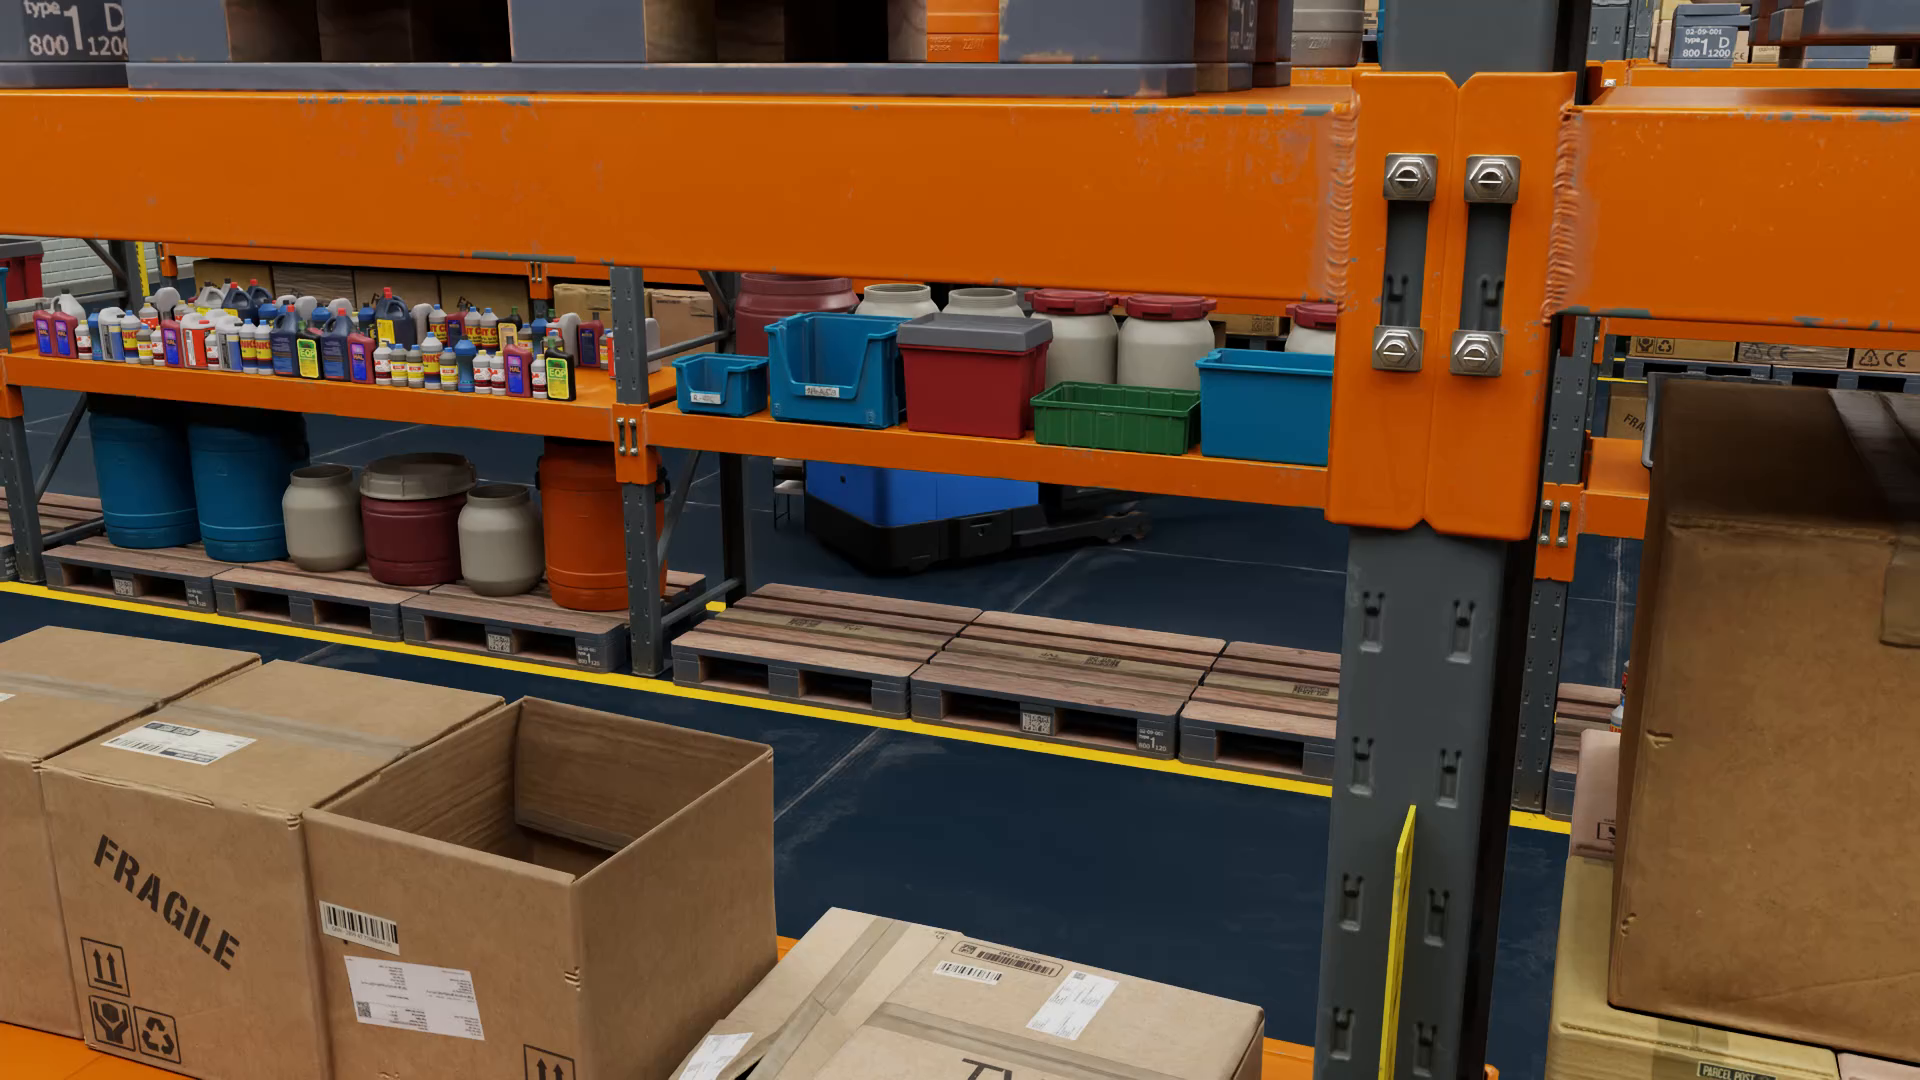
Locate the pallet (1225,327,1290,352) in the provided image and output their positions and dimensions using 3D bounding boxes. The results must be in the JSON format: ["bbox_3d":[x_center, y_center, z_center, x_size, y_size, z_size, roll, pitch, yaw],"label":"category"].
[{"bbox_3d":[3.112,-2.037,16.811,1.213,0.211,1.003,6,17,21],"label":"pallet"}]

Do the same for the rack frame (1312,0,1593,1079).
[{"bbox_3d":[0.573,0.779,2.111,0.053,2.616,0.949,6,17,21],"label":"rack frame"}]

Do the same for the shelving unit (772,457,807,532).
[{"bbox_3d":[-1.026,-0.521,10.355,0.210,0.900,0.258,5,17,16],"label":"shelving unit"}]

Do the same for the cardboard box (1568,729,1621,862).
[{"bbox_3d":[0.906,0.391,2.105,0.250,0.149,0.380,6,17,21],"label":"cardboard box"}]

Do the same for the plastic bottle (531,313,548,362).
[{"bbox_3d":[-2.160,-1.032,8.580,0.097,0.271,0.097,0,16,0],"label":"plastic bottle"}]

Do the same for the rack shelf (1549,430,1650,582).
[{"bbox_3d":[4.256,0.044,5.933,4.000,0.370,1.077,6,17,21],"label":"rack shelf"}]

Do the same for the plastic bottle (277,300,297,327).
[{"bbox_3d":[-3.655,-1.169,9.052,0.097,0.271,0.097,0,16,0],"label":"plastic bottle"}]

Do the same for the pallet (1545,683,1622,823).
[{"bbox_3d":[3.005,0.912,6.652,1.213,0.211,1.003,6,17,21],"label":"pallet"}]

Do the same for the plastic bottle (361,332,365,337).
[{"bbox_3d":[-3.041,-0.963,8.321,0.133,0.283,0.061,6,17,21],"label":"plastic bottle"}]

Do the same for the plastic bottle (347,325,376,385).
[{"bbox_3d":[-2.921,-0.907,8.127,0.133,0.283,0.061,6,17,21],"label":"plastic bottle"}]

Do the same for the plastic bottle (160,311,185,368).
[{"bbox_3d":[-4.036,-1.030,8.549,0.133,0.283,0.061,6,17,21],"label":"plastic bottle"}]

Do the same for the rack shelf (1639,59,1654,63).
[{"bbox_3d":[7.987,-3.957,14.335,4.000,0.370,1.077,6,17,21],"label":"rack shelf"}]

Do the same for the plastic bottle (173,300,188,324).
[{"bbox_3d":[-4.443,-1.268,9.518,0.097,0.201,0.097,0,16,0],"label":"plastic bottle"}]

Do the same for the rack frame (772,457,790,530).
[{"bbox_3d":[-1.123,-0.530,10.384,0.006,0.900,0.240,5,17,16],"label":"rack frame"}]

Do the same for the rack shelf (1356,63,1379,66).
[{"bbox_3d":[2.352,-3.091,11.349,4.000,0.370,1.077,6,17,21],"label":"rack shelf"}]

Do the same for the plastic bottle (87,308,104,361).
[{"bbox_3d":[-4.533,-1.084,8.758,0.097,0.271,0.097,0,16,0],"label":"plastic bottle"}]

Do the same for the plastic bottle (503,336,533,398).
[{"bbox_3d":[-2.073,-0.814,7.806,0.133,0.283,0.061,6,17,21],"label":"plastic bottle"}]

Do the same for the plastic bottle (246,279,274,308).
[{"bbox_3d":[-3.899,-1.273,9.267,0.185,0.351,0.144,6,17,21],"label":"plastic bottle"}]

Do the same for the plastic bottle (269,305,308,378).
[{"bbox_3d":[-3.350,-0.999,8.323,0.185,0.351,0.144,6,17,21],"label":"plastic bottle"}]

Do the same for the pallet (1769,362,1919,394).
[{"bbox_3d":[7.944,-1.505,14.980,1.213,0.211,1.003,6,17,21],"label":"pallet"}]

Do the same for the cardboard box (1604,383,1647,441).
[{"bbox_3d":[4.570,-0.741,11.076,0.500,0.500,0.500,6,17,19],"label":"cardboard box"}]

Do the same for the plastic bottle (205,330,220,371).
[{"bbox_3d":[-3.796,-0.969,8.489,0.097,0.201,0.097,0,16,0],"label":"plastic bottle"}]

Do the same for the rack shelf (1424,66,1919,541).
[{"bbox_3d":[2.435,-0.113,1.091,4.000,0.370,1.077,6,17,21],"label":"rack shelf"}]

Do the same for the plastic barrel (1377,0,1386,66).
[{"bbox_3d":[1.843,-2.183,6.035,0.708,0.901,0.600,6,17,21],"label":"plastic barrel"}]

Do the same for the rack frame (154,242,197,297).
[{"bbox_3d":[-6.950,-3.018,15.191,0.127,3.000,1.000,6,17,21],"label":"rack frame"}]

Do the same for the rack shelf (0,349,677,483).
[{"bbox_3d":[-3.186,-0.775,8.752,4.000,0.370,1.077,6,17,21],"label":"rack shelf"}]

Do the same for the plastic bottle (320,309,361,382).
[{"bbox_3d":[-3.054,-0.967,8.211,0.185,0.351,0.144,6,17,21],"label":"plastic bottle"}]

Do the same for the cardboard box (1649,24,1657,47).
[{"bbox_3d":[8.158,-5.756,18.977,0.500,0.250,0.500,6,17,19],"label":"cardboard box"}]

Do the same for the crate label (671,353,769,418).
[{"bbox_3d":[-1.071,-0.695,7.487,0.416,0.233,0.303,6,17,21],"label":"crate label"}]

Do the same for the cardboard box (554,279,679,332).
[{"bbox_3d":[-2.626,-1.730,13.811,0.875,0.875,1.225,6,17,21],"label":"cardboard box"}]

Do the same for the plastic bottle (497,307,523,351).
[{"bbox_3d":[-2.362,-1.084,8.737,0.133,0.283,0.061,6,17,21],"label":"plastic bottle"}]

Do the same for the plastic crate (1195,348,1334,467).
[{"bbox_3d":[1.255,-0.531,6.651,0.575,0.384,0.392,6,17,21],"label":"plastic crate"}]

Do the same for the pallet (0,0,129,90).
[{"bbox_3d":[-1.441,-0.821,2.581,1.213,0.211,1.003,7,18,23],"label":"pallet"}]

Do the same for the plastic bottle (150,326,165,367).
[{"bbox_3d":[-4.136,-1.007,8.618,0.097,0.201,0.097,0,16,0],"label":"plastic bottle"}]

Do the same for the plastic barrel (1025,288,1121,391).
[{"bbox_3d":[0.501,-0.846,7.463,0.433,0.535,0.433,0,16,0],"label":"plastic barrel"}]

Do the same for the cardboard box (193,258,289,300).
[{"bbox_3d":[-6.325,-2.155,15.274,0.875,0.875,0.875,6,17,21],"label":"cardboard box"}]

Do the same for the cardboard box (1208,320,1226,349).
[{"bbox_3d":[1.623,-1.459,12.167,0.500,0.250,0.500,8,18,27],"label":"cardboard box"}]

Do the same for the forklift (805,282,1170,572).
[{"bbox_3d":[0.588,-1.508,10.112,3.031,2.935,1.130,-9,19,-30],"label":"forklift"}]

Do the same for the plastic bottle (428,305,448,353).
[{"bbox_3d":[-2.782,-1.119,8.878,0.097,0.271,0.097,0,16,0],"label":"plastic bottle"}]

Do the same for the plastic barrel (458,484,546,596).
[{"bbox_3d":[-2.345,-0.003,8.512,0.421,0.512,0.421,0,16,0],"label":"plastic barrel"}]

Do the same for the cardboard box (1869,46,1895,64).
[{"bbox_3d":[5.490,-2.941,9.811,0.500,0.250,0.500,6,17,18],"label":"cardboard box"}]

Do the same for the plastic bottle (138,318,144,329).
[{"bbox_3d":[-4.387,-1.080,8.870,0.097,0.201,0.097,0,16,0],"label":"plastic bottle"}]

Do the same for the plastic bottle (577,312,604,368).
[{"bbox_3d":[-1.898,-1.033,8.561,0.133,0.283,0.061,6,17,21],"label":"plastic bottle"}]

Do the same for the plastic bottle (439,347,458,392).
[{"bbox_3d":[-2.445,-0.821,7.977,0.097,0.201,0.097,0,16,0],"label":"plastic bottle"}]

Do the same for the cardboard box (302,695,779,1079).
[{"bbox_3d":[-0.624,0.593,2.571,0.500,0.500,0.500,8,18,25],"label":"cardboard box"}]

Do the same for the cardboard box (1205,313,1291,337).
[{"bbox_3d":[2.939,-2.512,16.727,0.750,0.750,1.050,6,17,20],"label":"cardboard box"}]

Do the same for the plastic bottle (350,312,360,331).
[{"bbox_3d":[-3.293,-1.142,9.082,0.097,0.201,0.097,0,16,0],"label":"plastic bottle"}]

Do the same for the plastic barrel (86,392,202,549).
[{"bbox_3d":[-4.547,-0.459,9.384,0.708,0.901,0.600,6,17,21],"label":"plastic barrel"}]

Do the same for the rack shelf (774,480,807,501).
[{"bbox_3d":[-1.026,-0.316,10.415,0.200,0.077,0.258,5,17,16],"label":"rack shelf"}]

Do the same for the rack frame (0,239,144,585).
[{"bbox_3d":[-5.046,-1.325,9.356,0.127,3.000,1.000,6,17,21],"label":"rack frame"}]
